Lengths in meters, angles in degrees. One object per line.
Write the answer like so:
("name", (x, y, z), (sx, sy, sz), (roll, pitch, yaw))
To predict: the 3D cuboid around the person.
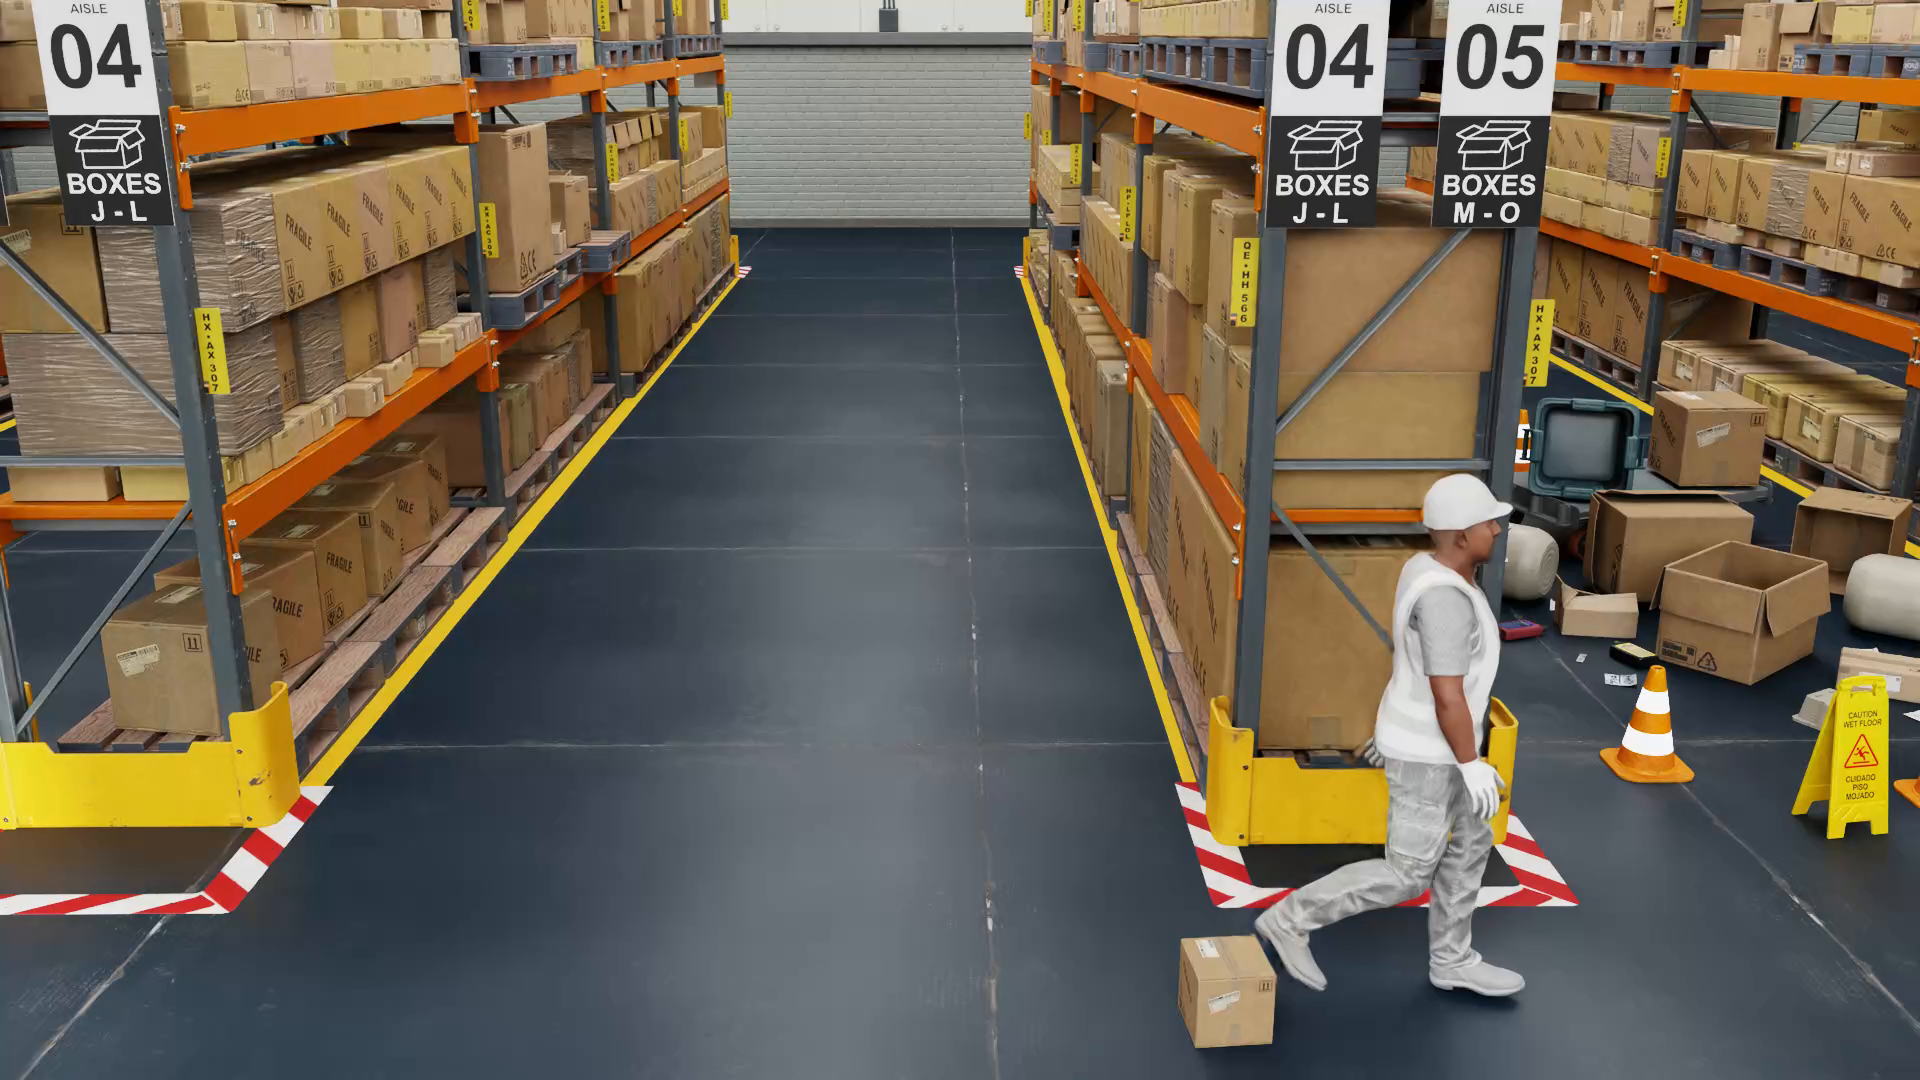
("person", (1.441, 0.648, 5.351), (0.884, 1.762, 0.593), (4, 17, 14))
